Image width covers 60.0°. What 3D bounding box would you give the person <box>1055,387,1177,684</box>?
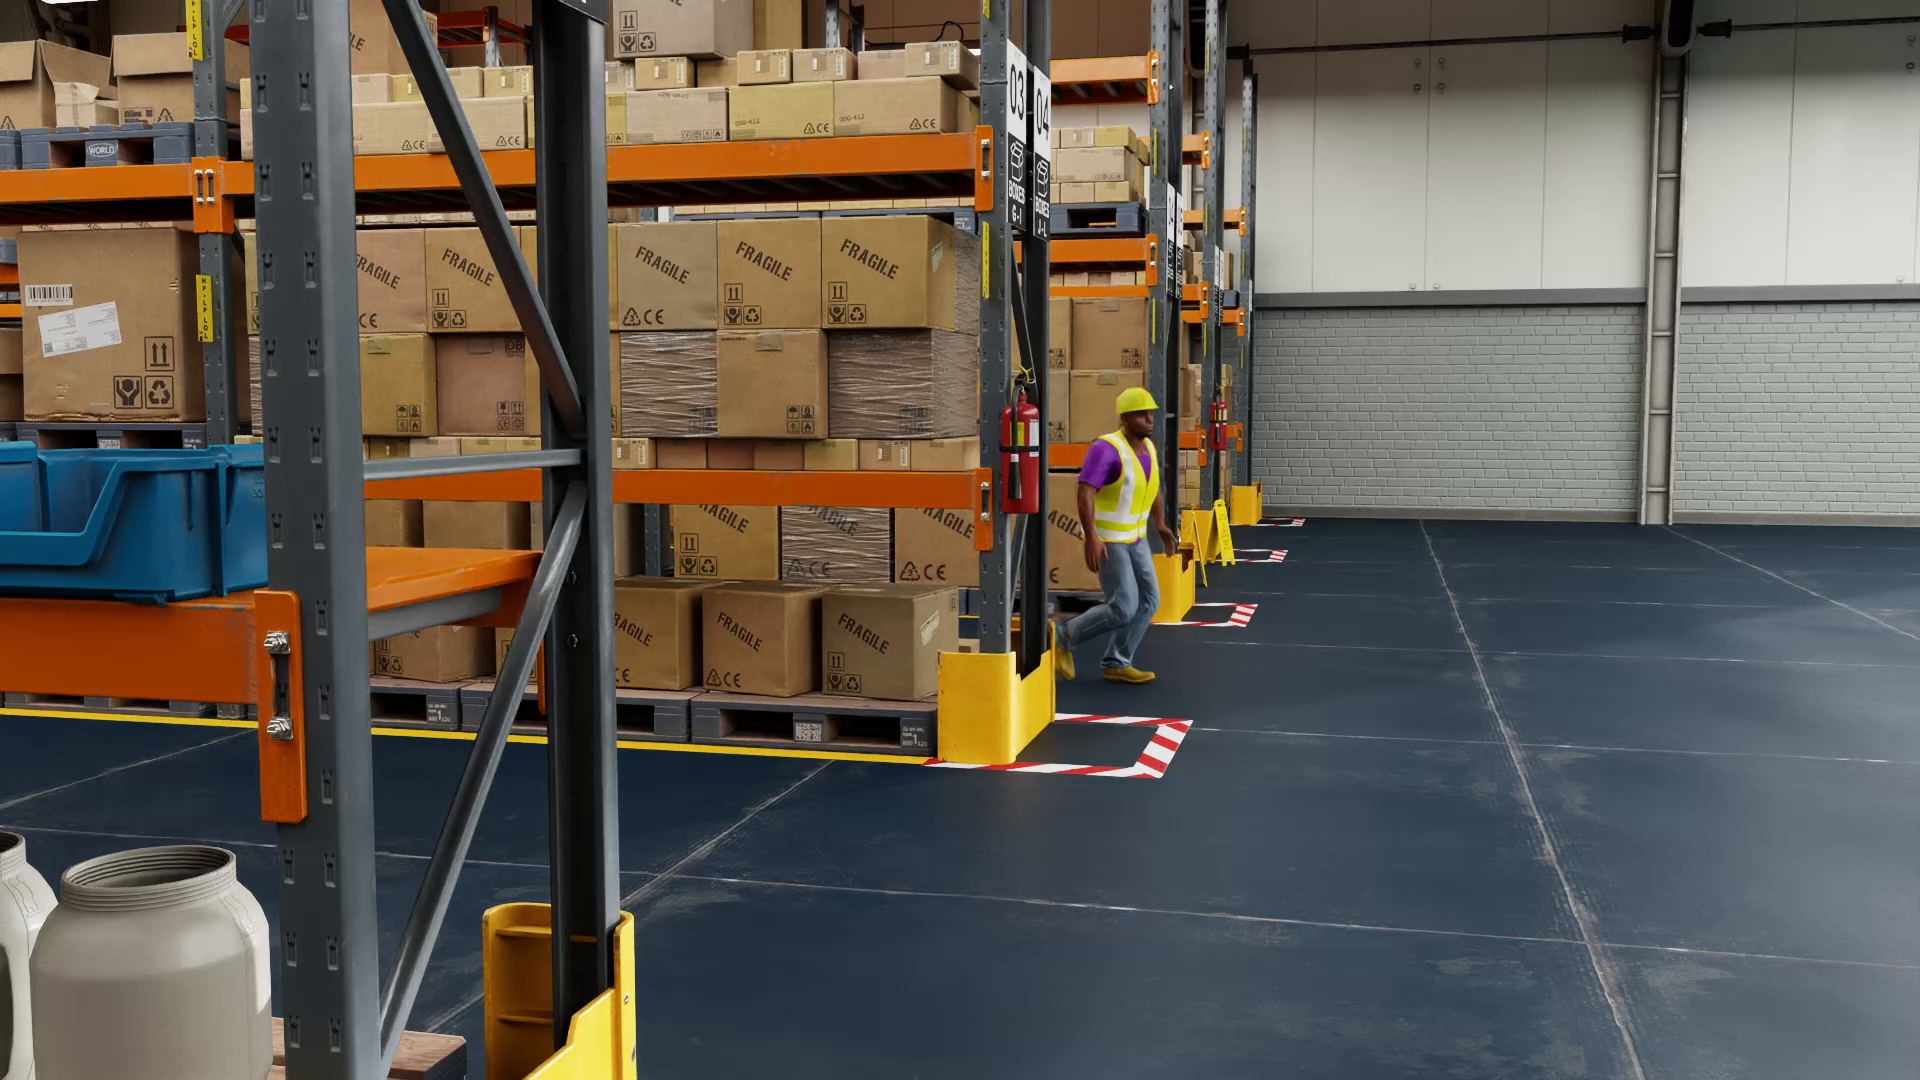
[{"bbox_3d":[0.846,-0.017,9.450,0.689,1.690,0.743,3,6,33],"label":"person"}]
